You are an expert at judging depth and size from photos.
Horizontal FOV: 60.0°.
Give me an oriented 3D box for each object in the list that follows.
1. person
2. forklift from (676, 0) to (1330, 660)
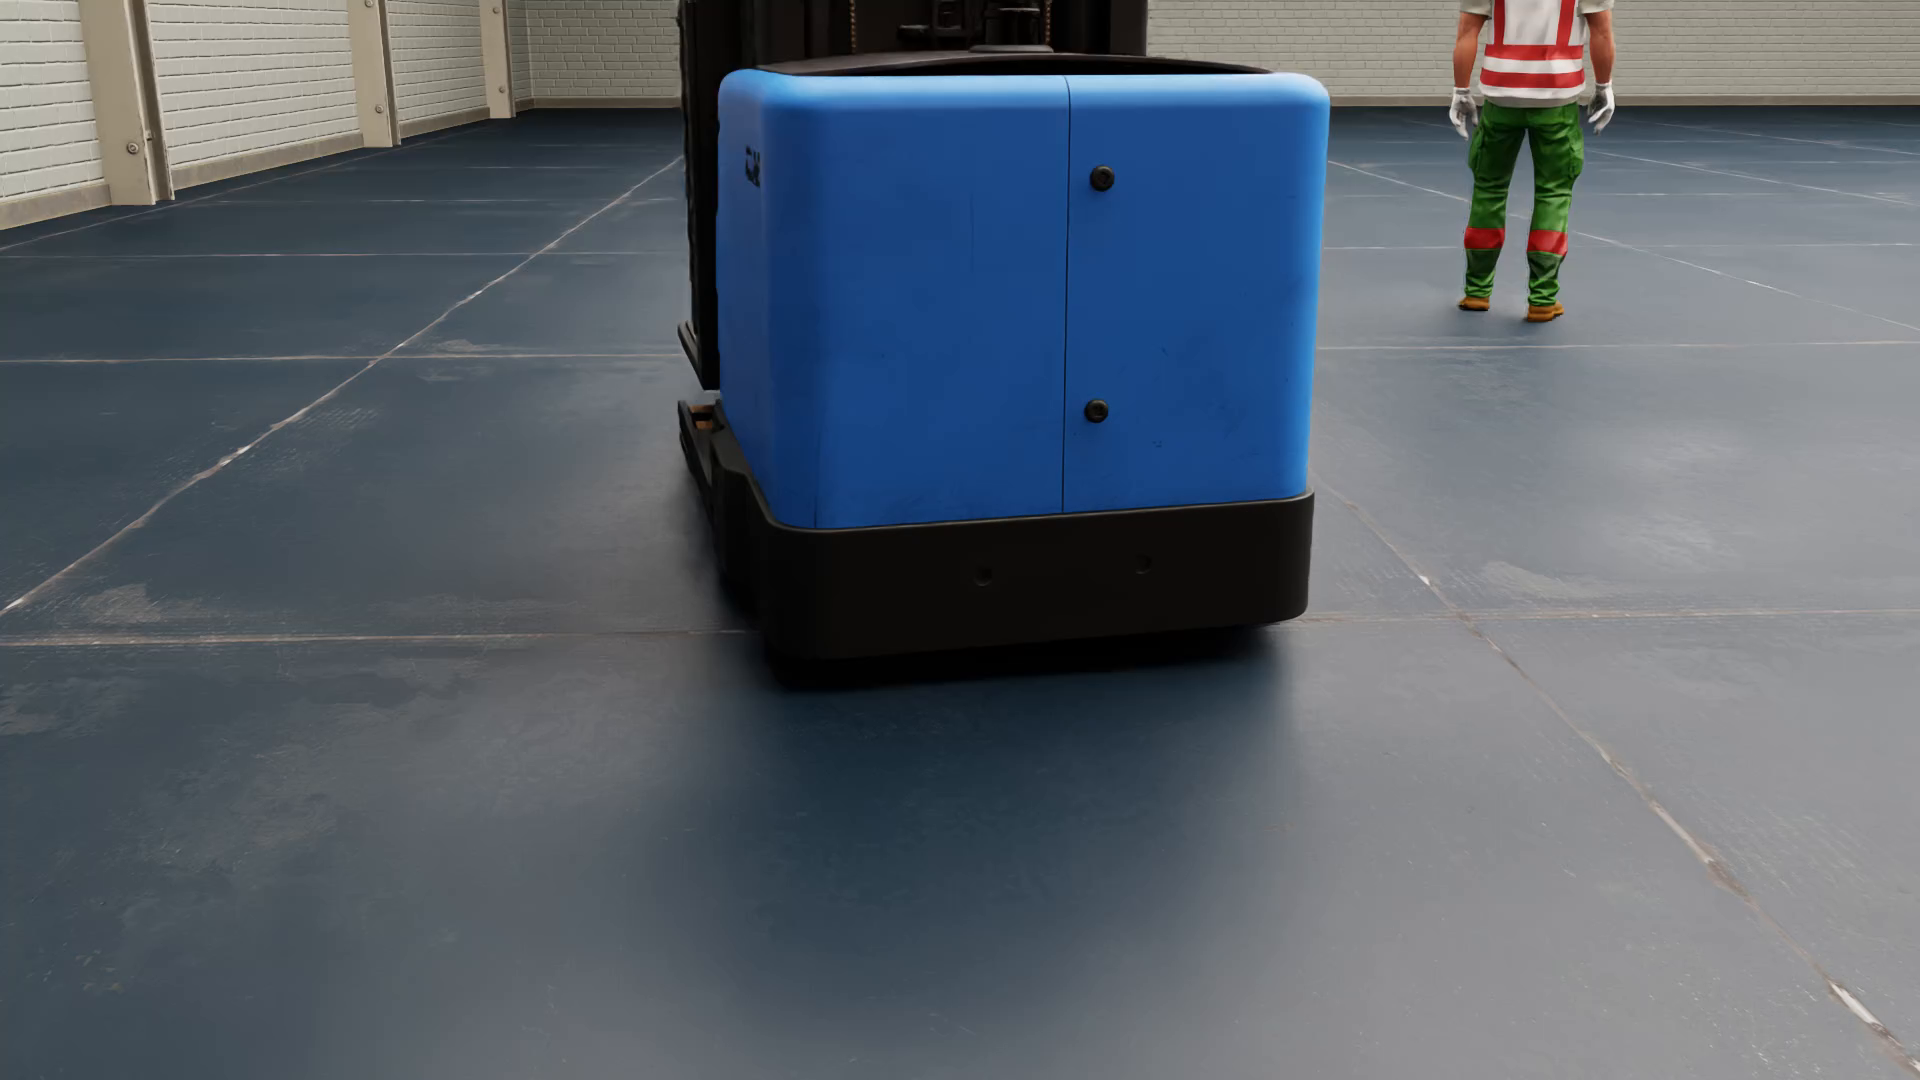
[{"bbox_3d":[2.354,-1.800,6.817,0.630,1.814,0.506,8,19,25],"label":"person"},{"bbox_3d":[-0.163,-1.578,4.066,1.130,2.935,3.031,-4,17,-13],"label":"forklift"}]
